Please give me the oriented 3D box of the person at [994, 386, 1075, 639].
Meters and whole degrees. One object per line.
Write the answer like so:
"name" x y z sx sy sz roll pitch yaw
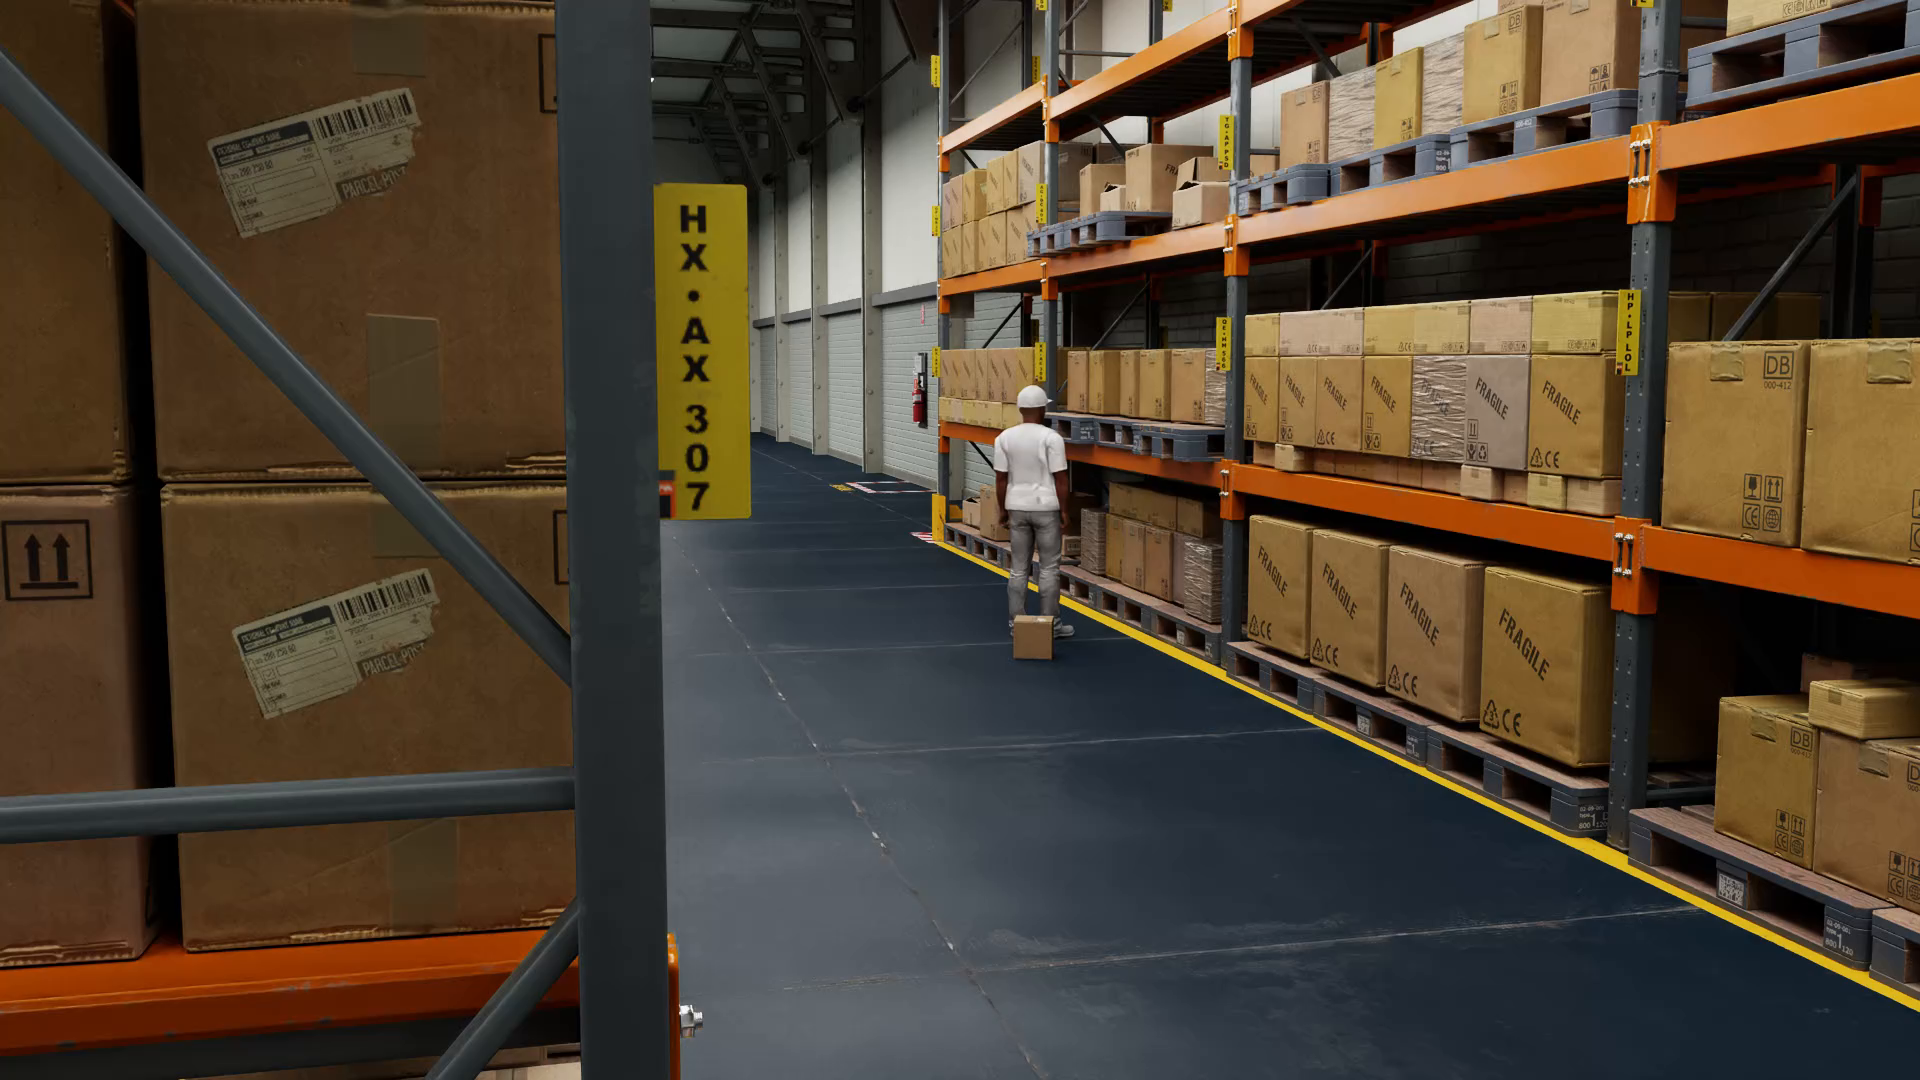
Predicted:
"person" 0.530 -0.197 11.683 0.554 1.770 0.394 3 7 26
